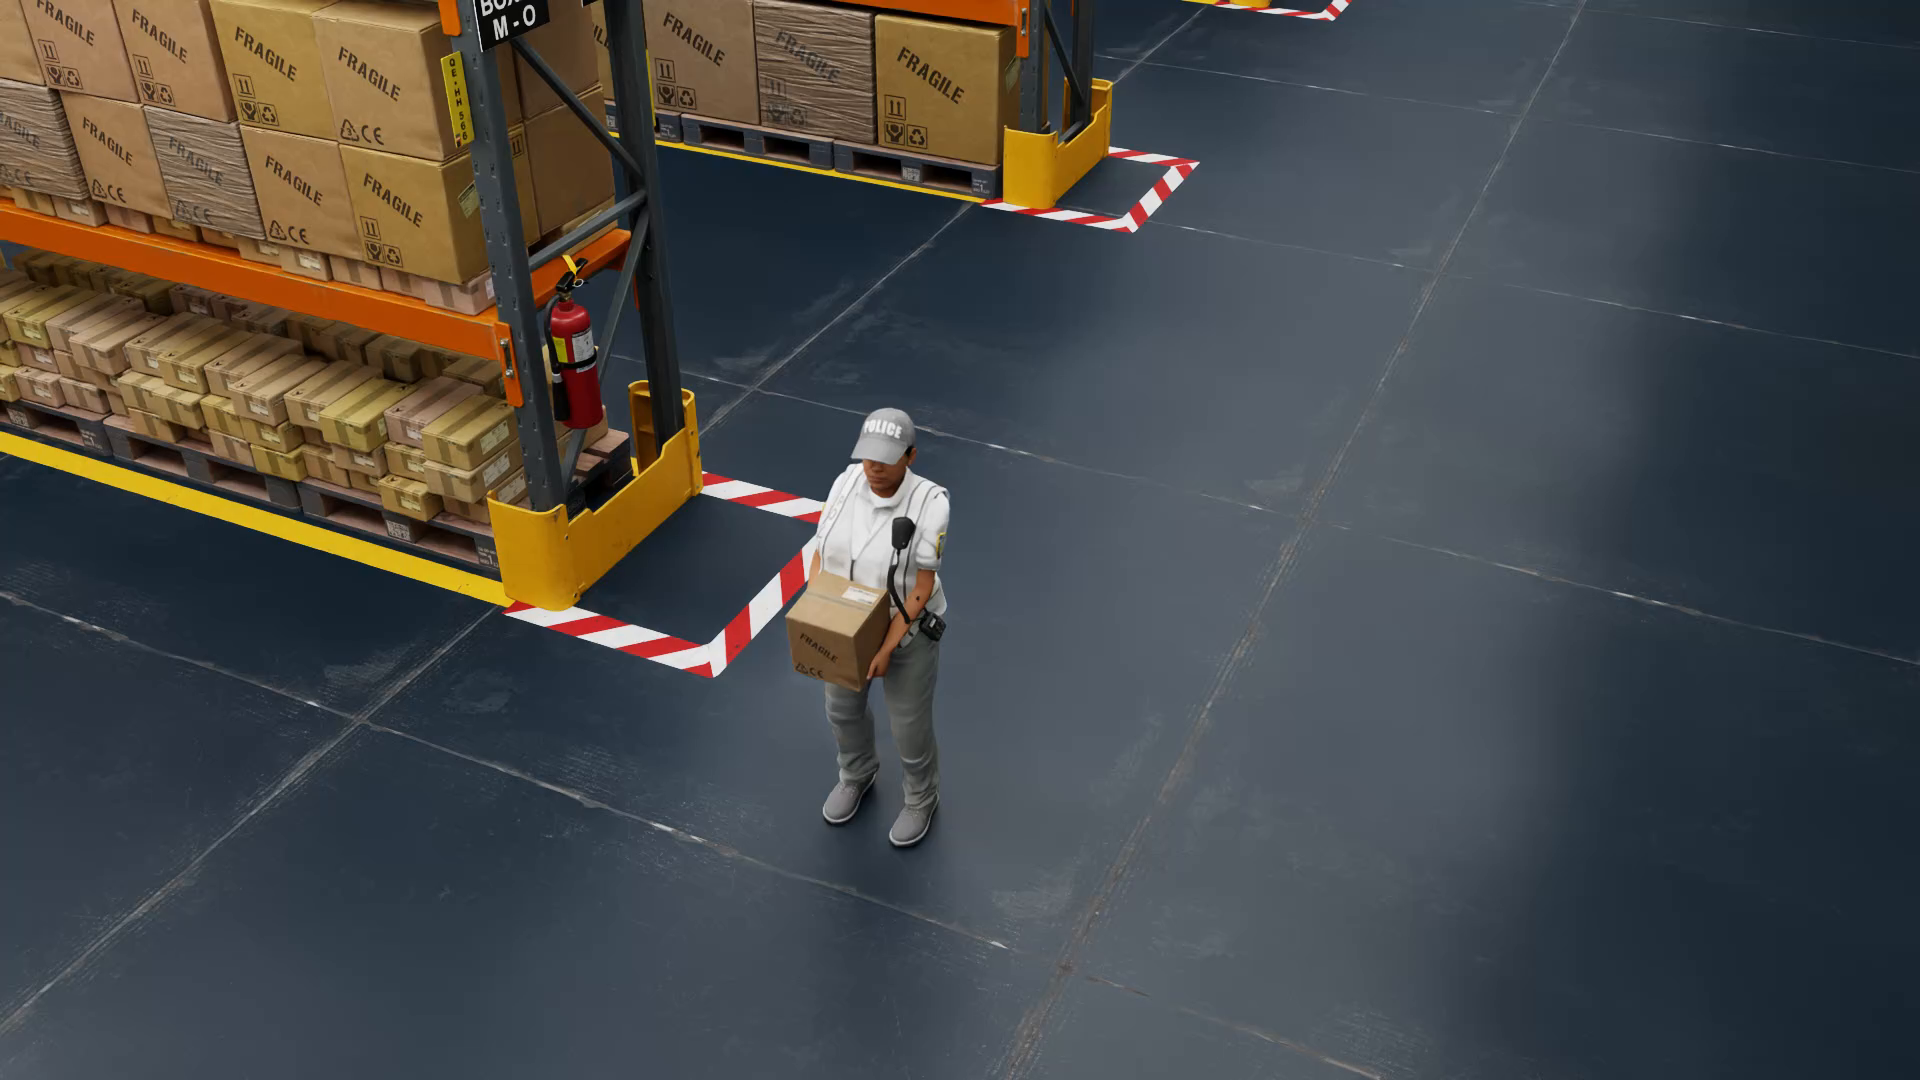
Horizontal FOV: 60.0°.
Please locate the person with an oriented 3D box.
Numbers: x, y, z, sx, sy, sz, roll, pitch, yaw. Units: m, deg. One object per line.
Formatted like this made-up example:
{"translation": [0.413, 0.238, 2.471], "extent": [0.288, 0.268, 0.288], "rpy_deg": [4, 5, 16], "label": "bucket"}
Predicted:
{"translation": [-0.300, 0.341, 5.643], "extent": [0.454, 1.655, 0.517], "rpy_deg": [15, 37, 21], "label": "person"}
